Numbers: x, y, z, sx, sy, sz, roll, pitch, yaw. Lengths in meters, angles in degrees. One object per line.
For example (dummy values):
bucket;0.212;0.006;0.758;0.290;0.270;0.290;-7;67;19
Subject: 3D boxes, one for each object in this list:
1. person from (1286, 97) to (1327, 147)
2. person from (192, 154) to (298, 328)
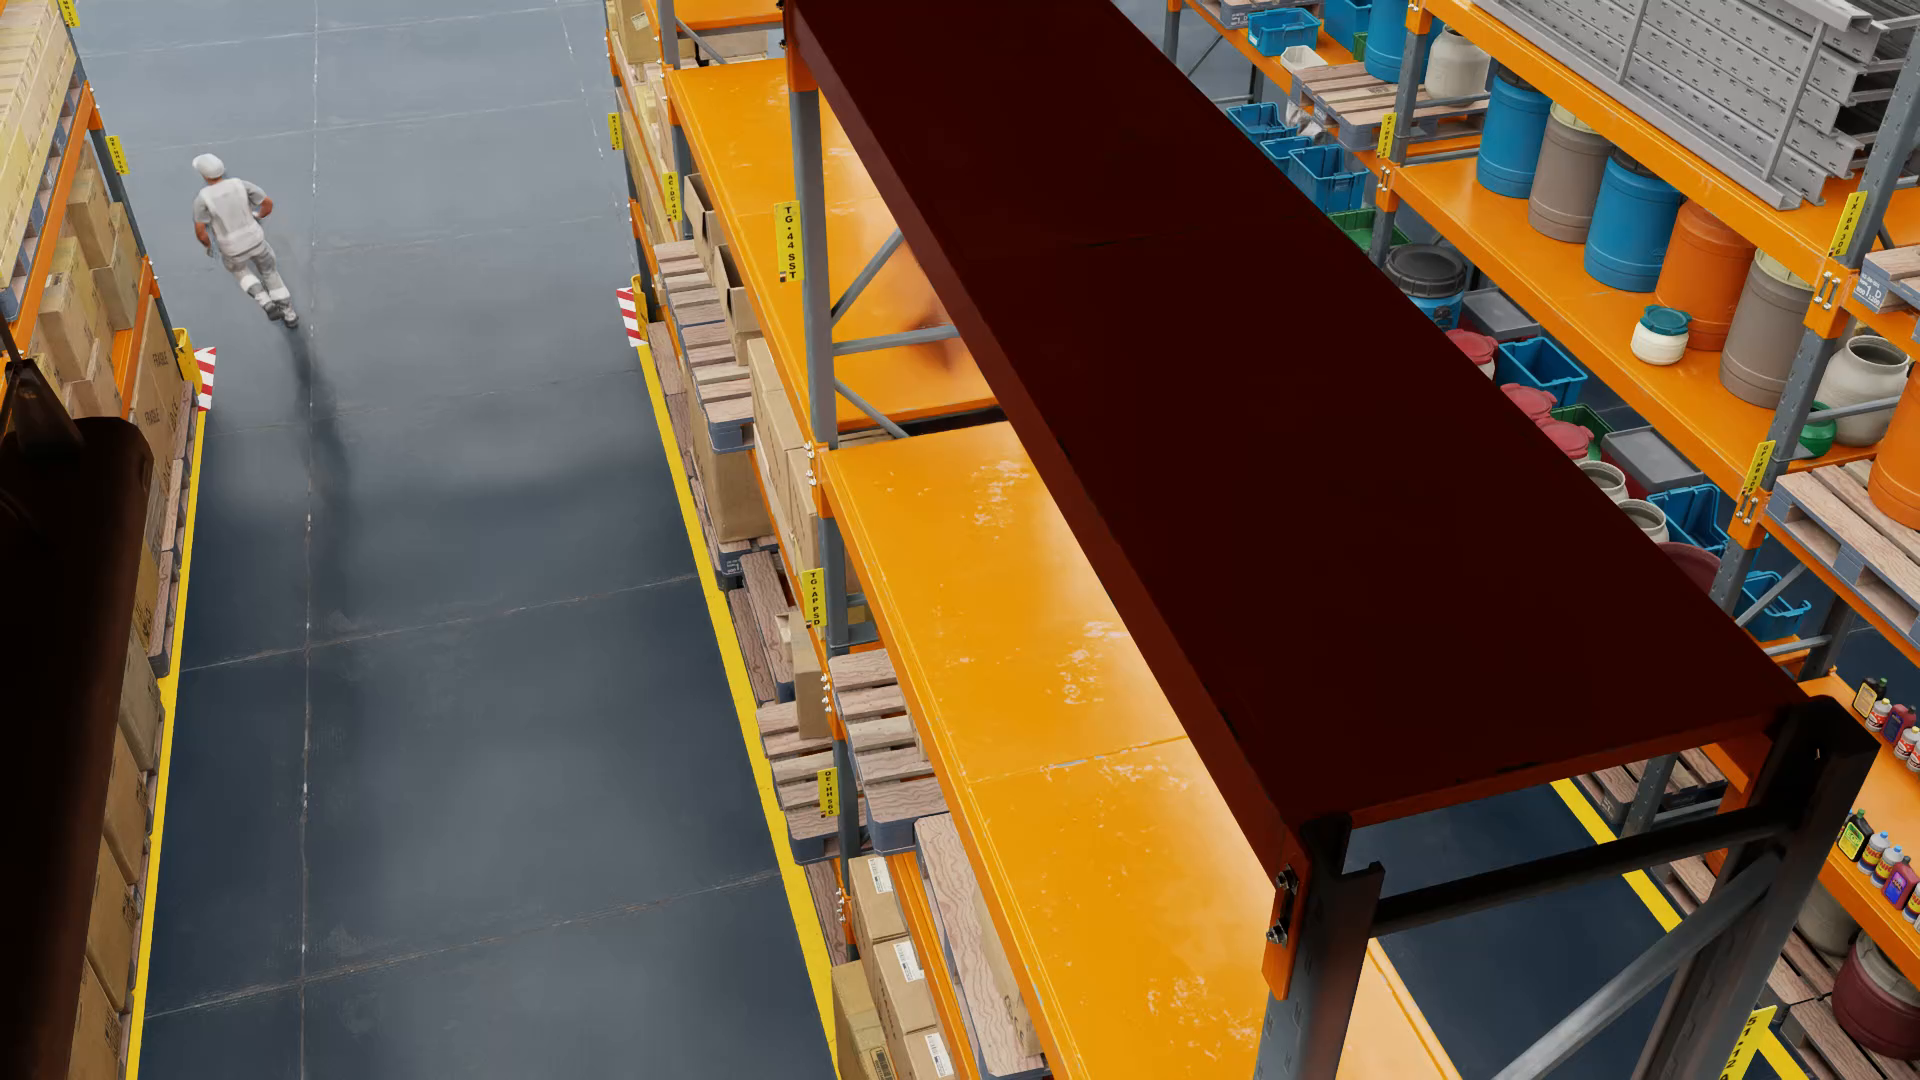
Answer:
person;3.429;-4.112;16.597;0.939;1.768;0.727;31;48;33
person;-6.434;-2.668;14.796;0.721;1.723;0.525;-25;45;-28
